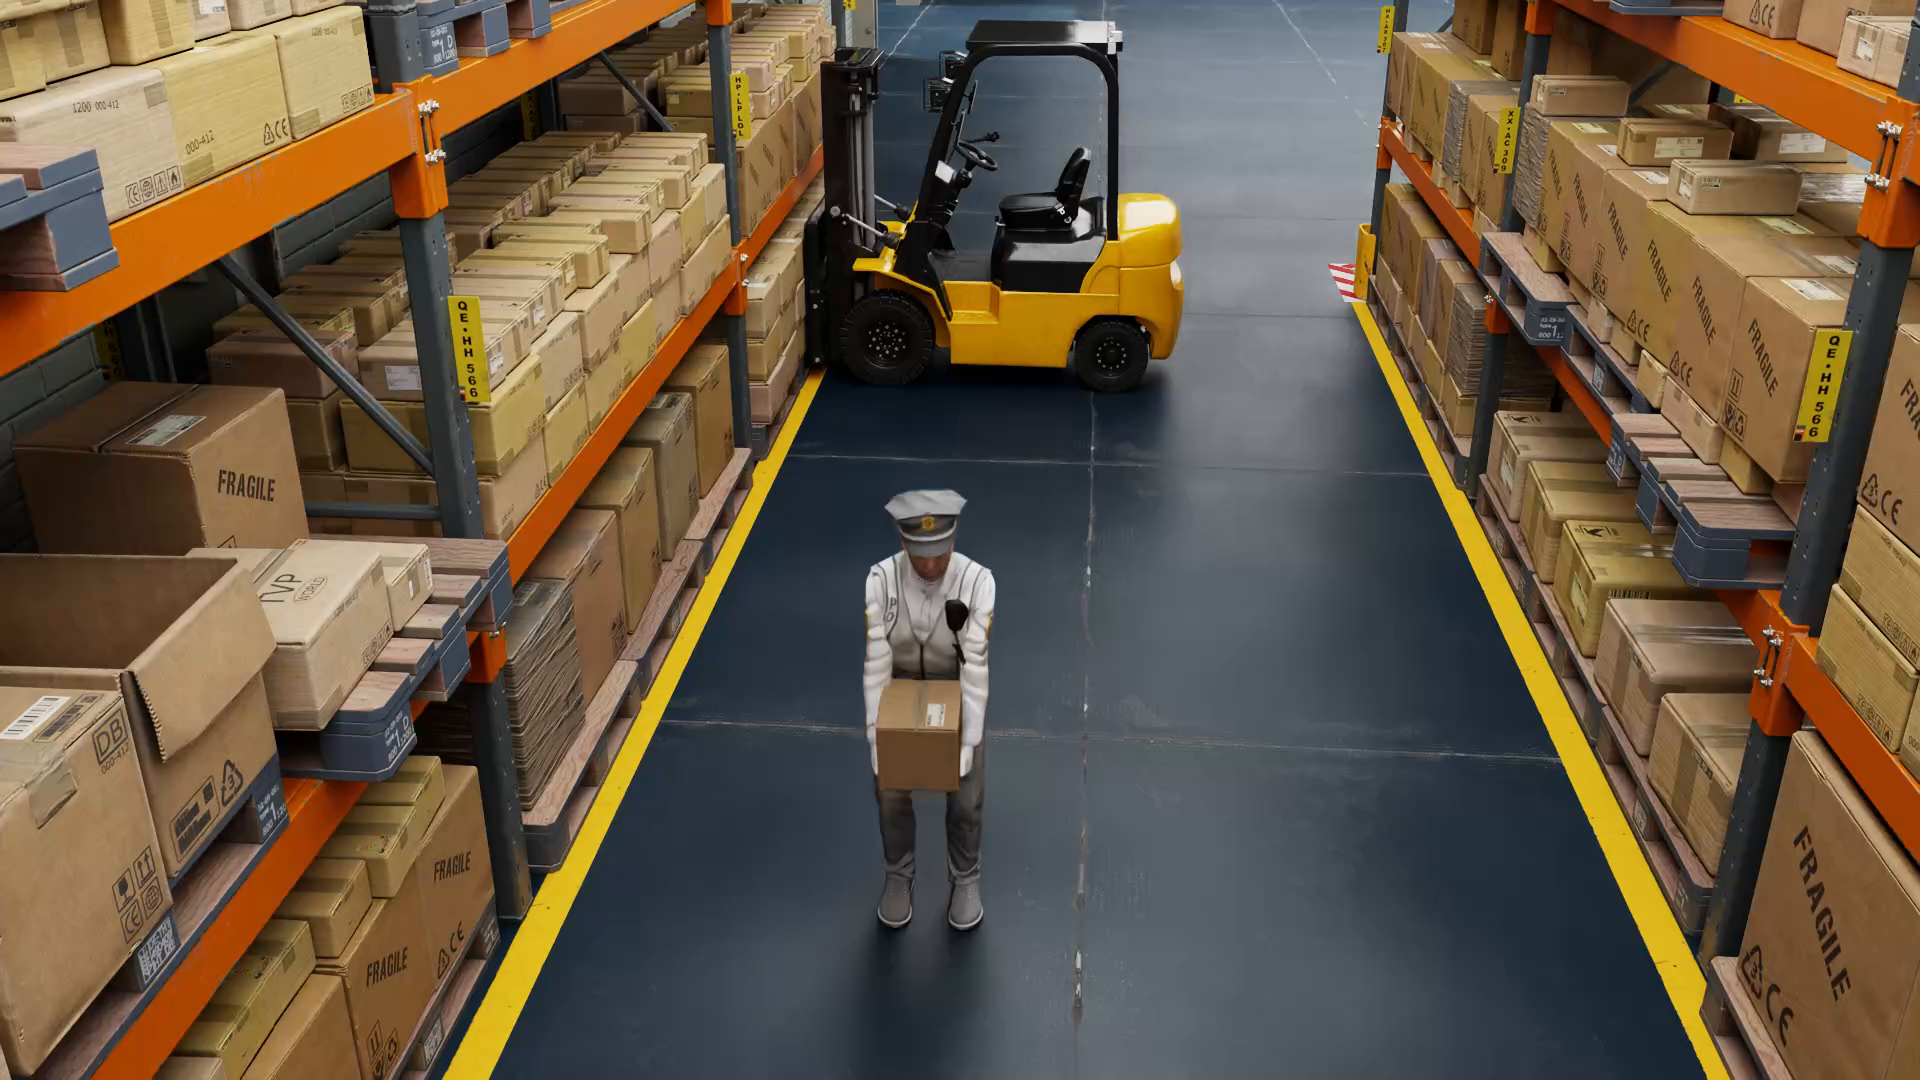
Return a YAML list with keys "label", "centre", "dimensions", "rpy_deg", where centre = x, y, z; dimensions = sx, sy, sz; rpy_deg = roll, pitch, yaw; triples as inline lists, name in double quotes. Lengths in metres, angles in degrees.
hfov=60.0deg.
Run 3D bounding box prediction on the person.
- label: "person"
  centre: [-0.095, 0.572, 5.411]
  dimensions: [0.412, 1.630, 0.559]
  rpy_deg: [1, 25, 3]
